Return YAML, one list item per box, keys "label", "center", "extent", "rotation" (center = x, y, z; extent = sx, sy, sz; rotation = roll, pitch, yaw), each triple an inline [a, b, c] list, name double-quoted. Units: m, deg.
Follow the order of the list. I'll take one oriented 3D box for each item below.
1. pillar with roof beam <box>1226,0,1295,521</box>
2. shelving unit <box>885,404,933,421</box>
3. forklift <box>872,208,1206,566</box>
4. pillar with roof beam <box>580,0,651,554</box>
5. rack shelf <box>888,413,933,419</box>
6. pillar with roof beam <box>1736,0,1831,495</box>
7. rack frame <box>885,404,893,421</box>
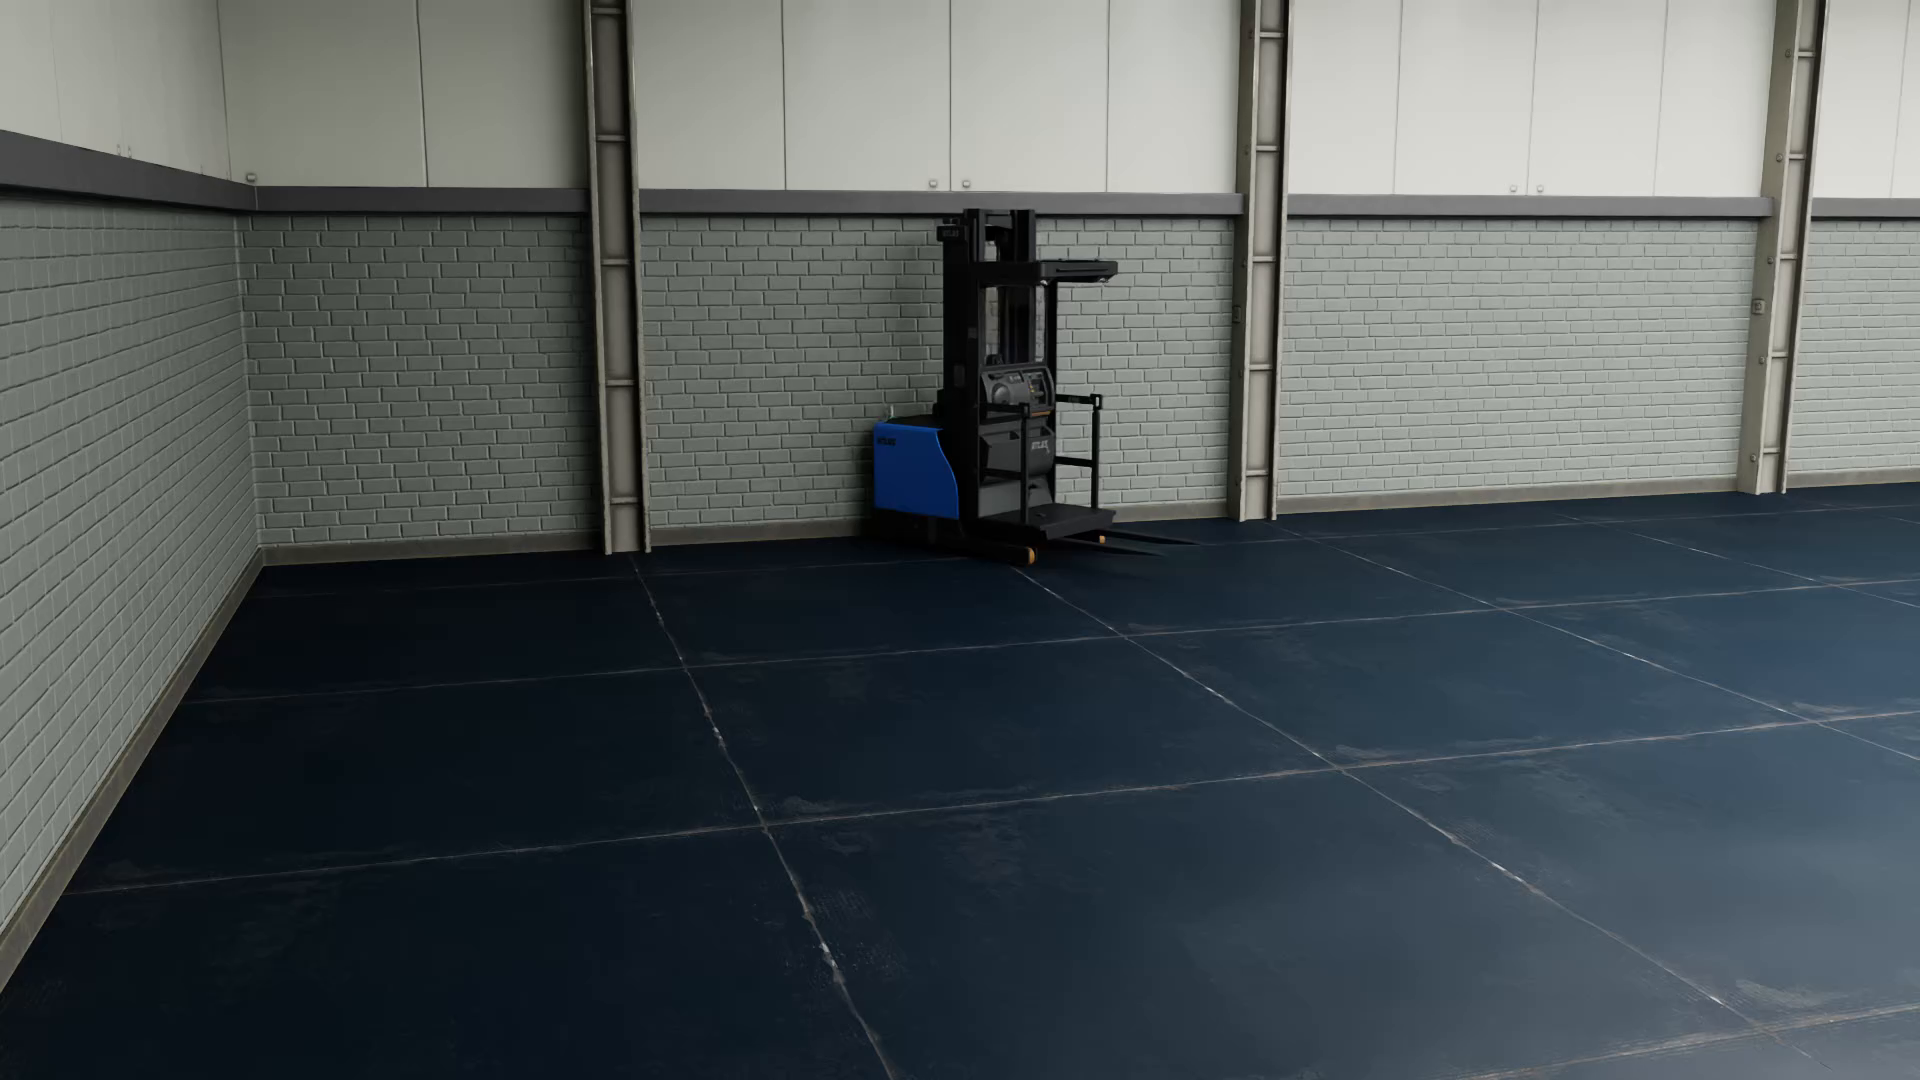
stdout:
- label: "pillar with roof beam"
  center: [4.042, -3.893, 11.338]
  extent: [0.400, 9.000, 9.100]
  rotation: [-3, 11, -16]
- label: "shelving unit"
  center: [-0.375, -0.659, 15.216]
  extent: [0.503, 1.200, 0.258]
  rotation: [-6, 10, -15]
- label: "forklift"
  center: [0.656, -1.328, 14.167]
  extent: [3.031, 2.935, 1.130]
  rotation: [9, 14, 40]
- label: "pillar with roof beam"
  center: [-1.719, -3.589, 9.689]
  extent: [0.400, 9.000, 9.100]
  rotation: [-3, 11, -16]
- label: "rack shelf"
  center: [-0.401, -1.068, 15.143]
  extent: [0.480, 0.148, 0.258]
  rotation: [-6, 10, -15]
- label: "pillar with roof beam"
  center: [9.803, -4.197, 12.988]
  extent: [0.400, 9.000, 9.100]
  rotation: [-3, 11, -16]
- label: "rack frame"
  center: [-0.609, -0.633, 15.151]
  extent: [0.015, 1.200, 0.240]
  rotation: [-6, 10, -15]
